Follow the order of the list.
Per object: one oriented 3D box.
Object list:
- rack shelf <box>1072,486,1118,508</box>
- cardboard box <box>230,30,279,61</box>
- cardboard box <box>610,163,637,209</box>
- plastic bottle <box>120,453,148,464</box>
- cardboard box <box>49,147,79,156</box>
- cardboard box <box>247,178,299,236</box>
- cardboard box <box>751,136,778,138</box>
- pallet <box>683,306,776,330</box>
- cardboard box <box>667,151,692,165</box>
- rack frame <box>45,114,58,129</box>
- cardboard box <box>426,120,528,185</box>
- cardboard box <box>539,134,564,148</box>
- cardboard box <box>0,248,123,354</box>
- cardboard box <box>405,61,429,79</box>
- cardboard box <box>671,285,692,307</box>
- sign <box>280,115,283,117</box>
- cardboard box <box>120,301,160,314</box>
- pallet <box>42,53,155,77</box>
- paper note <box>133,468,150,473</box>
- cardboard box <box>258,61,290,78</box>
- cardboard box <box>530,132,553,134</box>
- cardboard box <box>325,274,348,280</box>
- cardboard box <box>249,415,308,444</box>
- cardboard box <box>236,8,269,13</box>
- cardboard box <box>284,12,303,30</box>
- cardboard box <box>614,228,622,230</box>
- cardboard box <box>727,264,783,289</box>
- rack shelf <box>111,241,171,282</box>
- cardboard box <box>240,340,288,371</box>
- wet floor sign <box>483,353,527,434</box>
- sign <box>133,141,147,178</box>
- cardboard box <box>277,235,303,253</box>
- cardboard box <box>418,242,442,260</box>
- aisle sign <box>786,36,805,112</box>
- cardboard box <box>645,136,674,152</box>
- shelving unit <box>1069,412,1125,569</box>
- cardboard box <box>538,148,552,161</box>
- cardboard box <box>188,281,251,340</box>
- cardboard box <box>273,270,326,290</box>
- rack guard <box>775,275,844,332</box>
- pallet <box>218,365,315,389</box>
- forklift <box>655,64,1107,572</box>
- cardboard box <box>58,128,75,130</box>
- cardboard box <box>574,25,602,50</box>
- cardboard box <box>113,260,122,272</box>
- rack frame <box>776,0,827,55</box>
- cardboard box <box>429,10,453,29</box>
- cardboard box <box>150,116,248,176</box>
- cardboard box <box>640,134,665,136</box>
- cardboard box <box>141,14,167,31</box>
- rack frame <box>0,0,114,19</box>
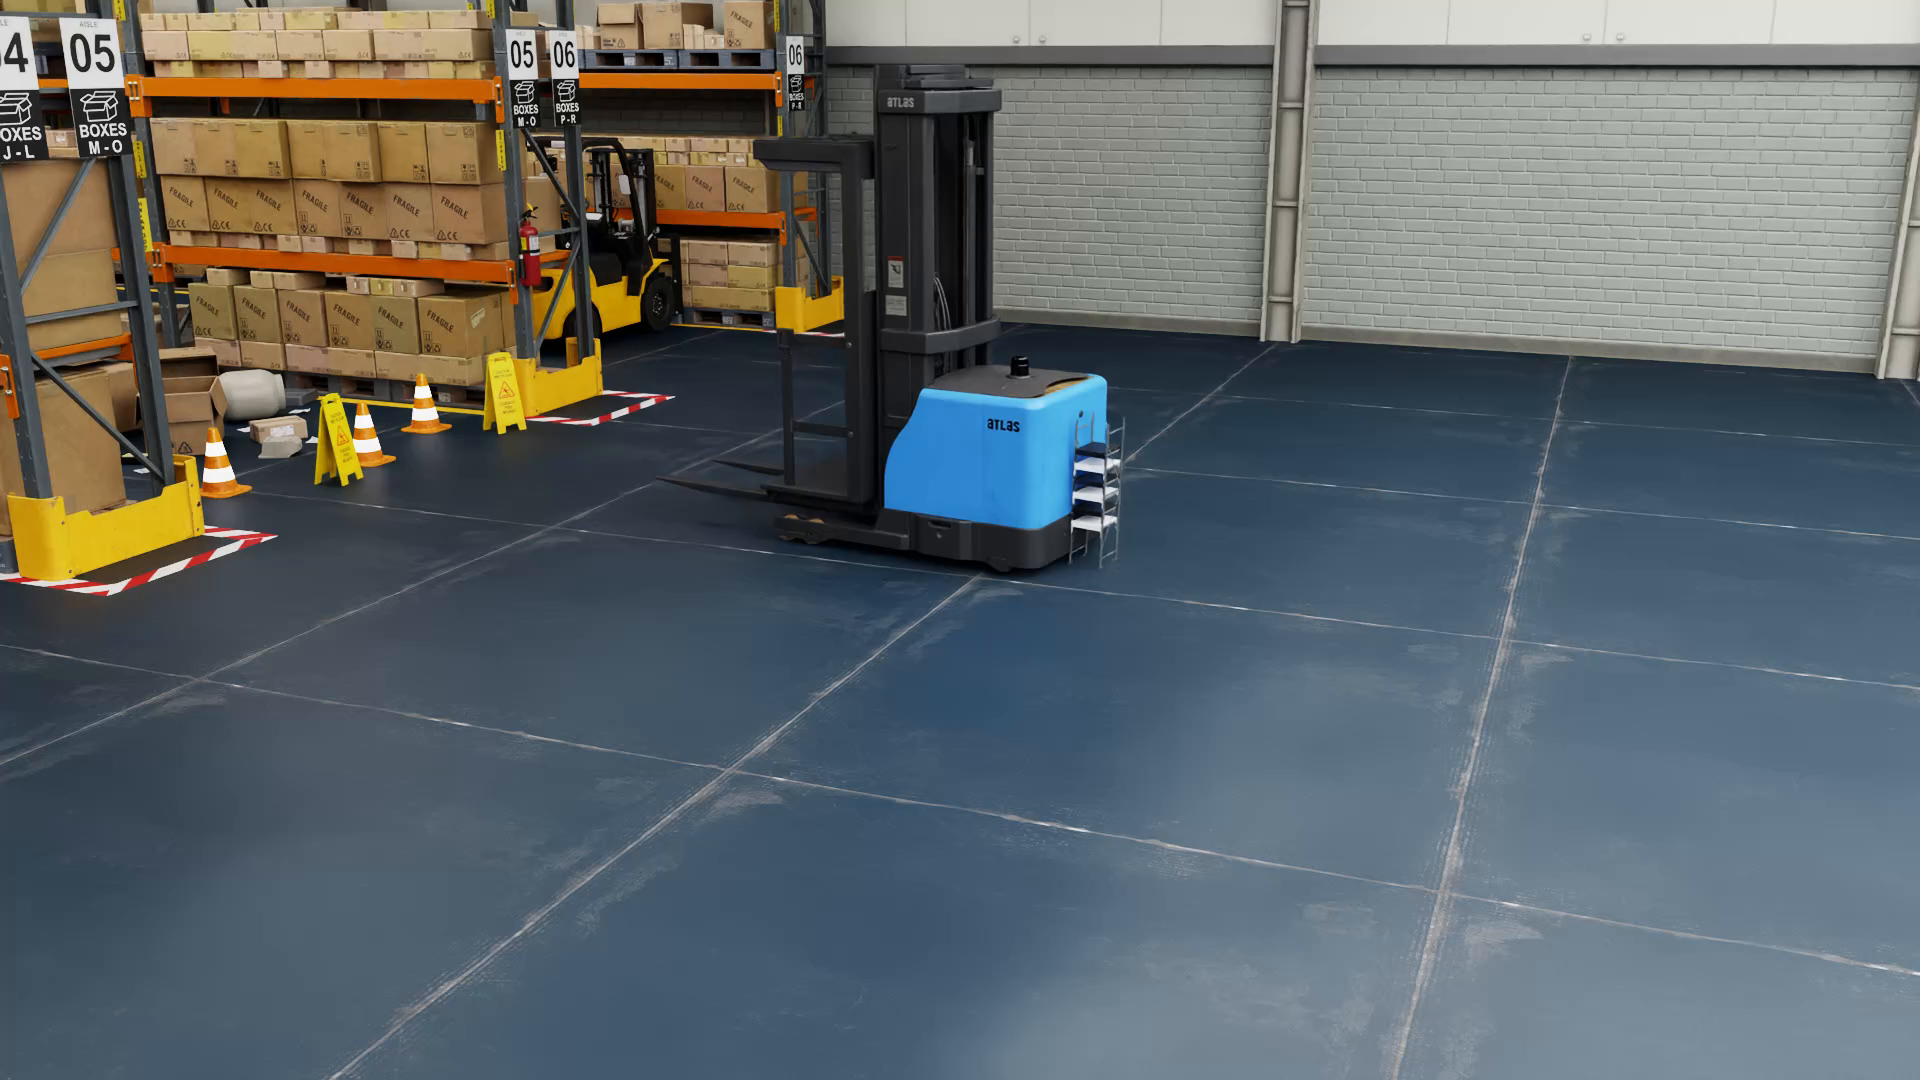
[{"bbox_3d":[0.827,-0.267,10.086,0.200,0.077,0.258,11,20,28],"label":"rack shelf"},{"bbox_3d":[-6.039,-4.355,14.650,0.500,0.250,0.500,6,17,21],"label":"cardboard box"},{"bbox_3d":[-3.735,-4.130,19.339,0.500,0.500,0.500,6,17,21],"label":"cardboard box"},{"bbox_3d":[-6.317,-0.620,12.701,0.283,0.061,0.133,0,16,1],"label":"plastic bottle"},{"bbox_3d":[-8.268,-3.495,15.867,0.500,0.500,0.500,6,17,21],"label":"cardboard box"},{"bbox_3d":[-6.047,-3.038,15.045,0.500,0.500,0.500,6,17,20],"label":"cardboard box"},{"bbox_3d":[-2.212,-4.579,19.189,0.250,0.149,0.380,7,18,23],"label":"cardboard box"},{"bbox_3d":[-2.480,-2.671,19.497,1.213,0.211,1.003,6,17,21],"label":"pallet"},{"bbox_3d":[-3.138,-4.370,19.002,0.250,0.149,0.380,6,17,19],"label":"cardboard box"},{"bbox_3d":[-12.916,-5.171,23.104,0.127,3.000,1.000,6,17,21],"label":"rack frame"},{"bbox_3d":[-4.127,-3.322,14.230,0.500,0.500,0.700,6,17,19],"label":"cardboard box"},{"bbox_3d":[-4.770,-4.718,19.669,0.250,0.149,0.380,6,17,20],"label":"cardboard box"},{"bbox_3d":[-5.655,-1.459,10.052,0.550,0.550,0.875,6,17,21],"label":"cardboard box"},{"bbox_3d":[-4.484,-3.992,14.115,0.250,0.149,0.380,7,18,22],"label":"cardboard box"},{"bbox_3d":[-3.228,-2.897,19.452,0.500,0.250,0.500,6,17,21],"label":"cardboard box"},{"bbox_3d":[-8.995,-5.462,22.030,0.005,0.325,0.100,6,17,21],"label":"sign"},{"bbox_3d":[-8.451,-2.130,16.590,0.625,0.372,0.950,7,18,24],"label":"cardboard box"},{"bbox_3d":[-7.827,-4.506,15.770,1.003,0.211,1.213,6,17,21],"label":"pallet"},{"bbox_3d":[-6.090,-0.531,12.451,0.142,0.017,0.144,14,21,40],"label":"paper note"},{"bbox_3d":[-5.925,-4.134,14.605,0.250,0.149,0.380,6,17,20],"label":"cardboard box"},{"bbox_3d":[-5.067,-4.900,20.297,0.250,0.149,0.380,6,17,21],"label":"cardboard box"},{"bbox_3d":[-6.170,-2.263,15.923,0.500,0.500,0.500,7,17,22],"label":"cardboard box"},{"bbox_3d":[-5.531,-0.896,13.495,0.380,0.149,0.250,-12,20,-37],"label":"cardboard box"},{"bbox_3d":[-8.611,-6.362,20.717,0.500,0.500,0.500,6,17,21],"label":"cardboard box"},{"bbox_3d":[-5.642,-4.513,14.479,0.250,0.149,0.380,7,17,22],"label":"cardboard box"},{"bbox_3d":[-4.469,-3.666,20.305,0.500,0.250,0.500,6,17,20],"label":"cardboard box"},{"bbox_3d":[-2.321,-3.033,19.023,0.500,0.250,0.500,6,17,20],"label":"cardboard box"},{"bbox_3d":[-9.153,-2.924,16.655,4.000,0.370,1.077,6,17,21],"label":"rack shelf"},{"bbox_3d":[-6.342,-1.764,15.547,0.500,0.250,0.500,7,18,24],"label":"cardboard box"},{"bbox_3d":[-3.787,-1.228,13.745,0.232,0.644,0.267,14,21,40],"label":"wet floor sign"},{"bbox_3d":[-7.493,-3.476,15.191,0.005,0.325,0.100,6,17,21],"label":"sign"},{"bbox_3d":[-5.930,-2.695,15.028,0.250,0.149,0.380,6,17,21],"label":"cardboard box"},{"bbox_3d":[-4.505,-2.546,14.515,0.250,0.149,0.380,6,17,20],"label":"cardboard box"},{"bbox_3d":[-1.800,-5.109,18.228,0.004,0.787,0.394,6,17,21],"label":"aisle sign"},{"bbox_3d":[-3.388,-4.532,19.028,0.250,0.149,0.380,7,17,22],"label":"cardboard box"},{"bbox_3d":[0.828,-0.299,10.076,0.210,0.900,0.258,11,20,28],"label":"shelving unit"},{"bbox_3d":[-4.780,-4.565,19.677,0.250,0.149,0.380,6,17,21],"label":"cardboard box"},{"bbox_3d":[-6.842,-2.175,15.621,0.500,0.500,0.500,7,18,23],"label":"cardboard box"},{"bbox_3d":[-6.018,-2.380,15.161,0.250,0.149,0.380,7,18,24],"label":"cardboard box"},{"bbox_3d":[-1.731,-2.740,19.216,0.348,0.500,1.175,6,17,21],"label":"rack guard"},{"bbox_3d":[-6.654,-1.666,16.033,1.213,0.211,1.003,6,17,21],"label":"pallet"},{"bbox_3d":[-0.606,-1.493,10.560,3.031,2.935,1.130,9,18,28],"label":"forklift"},{"bbox_3d":[-8.648,-3.993,16.418,0.250,0.149,0.380,7,18,24],"label":"cardboard box"},{"bbox_3d":[-4.205,-5.747,19.019,0.258,0.266,0.396,6,17,19],"label":"cardboard box"},{"bbox_3d":[-11.107,-3.905,22.476,0.500,0.500,0.500,6,17,19],"label":"cardboard box"},{"bbox_3d":[-1.753,-6.824,18.039,0.127,3.000,1.000,6,17,21],"label":"rack frame"},{"bbox_3d":[-4.220,-4.353,13.926,0.250,0.149,0.380,7,17,22],"label":"cardboard box"},{"bbox_3d":[-6.962,-3.634,15.306,0.500,0.500,0.700,6,17,20],"label":"cardboard box"},{"bbox_3d":[-3.663,-4.727,19.700,0.250,0.149,0.380,7,18,22],"label":"cardboard box"},{"bbox_3d":[-7.119,-4.650,14.953,0.250,0.149,0.380,6,17,20],"label":"cardboard box"},{"bbox_3d":[-5.293,-4.242,9.146,0.127,3.000,1.000,6,17,21],"label":"rack frame"}]
